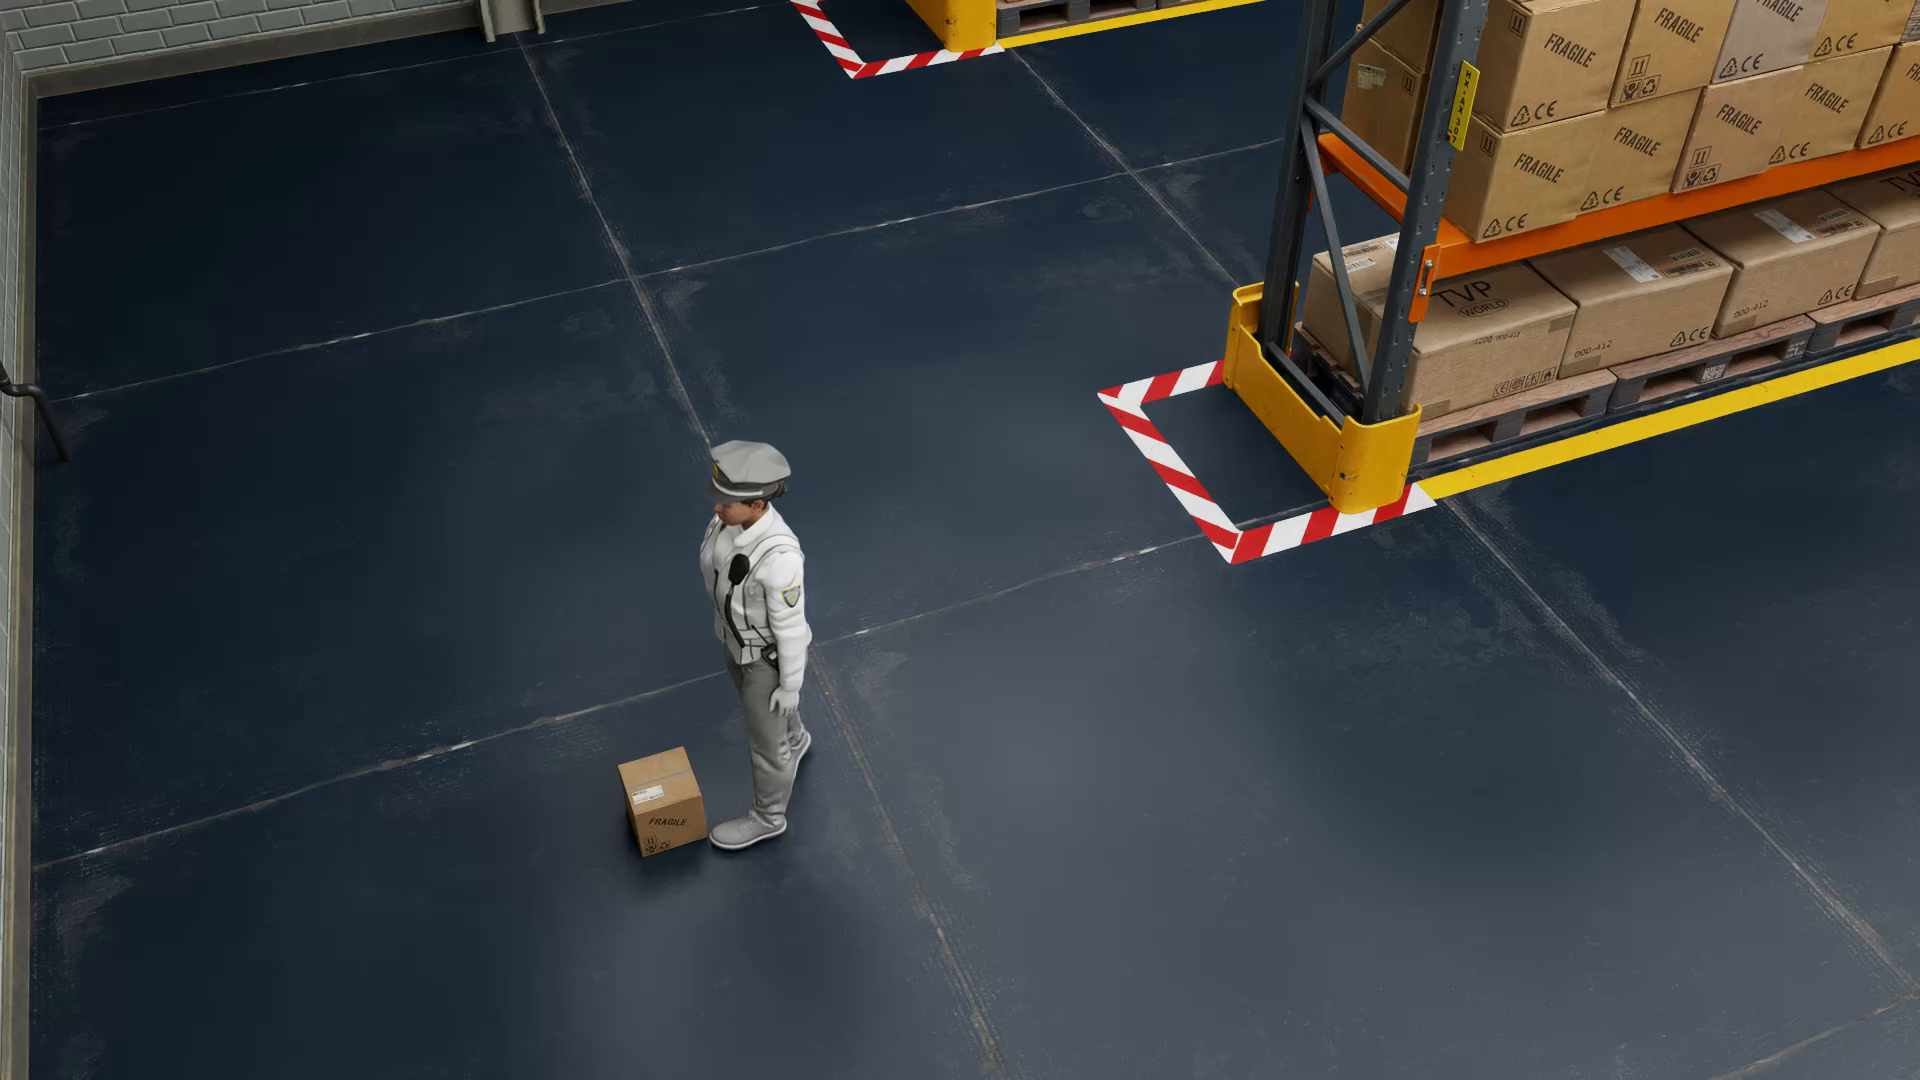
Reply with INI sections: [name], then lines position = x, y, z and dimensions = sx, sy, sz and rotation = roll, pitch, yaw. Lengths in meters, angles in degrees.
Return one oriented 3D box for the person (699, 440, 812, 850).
[person]
position = -0.717, 0.383, 5.722
dimensions = 0.538, 1.689, 0.509
rotation = -22, 46, -22
